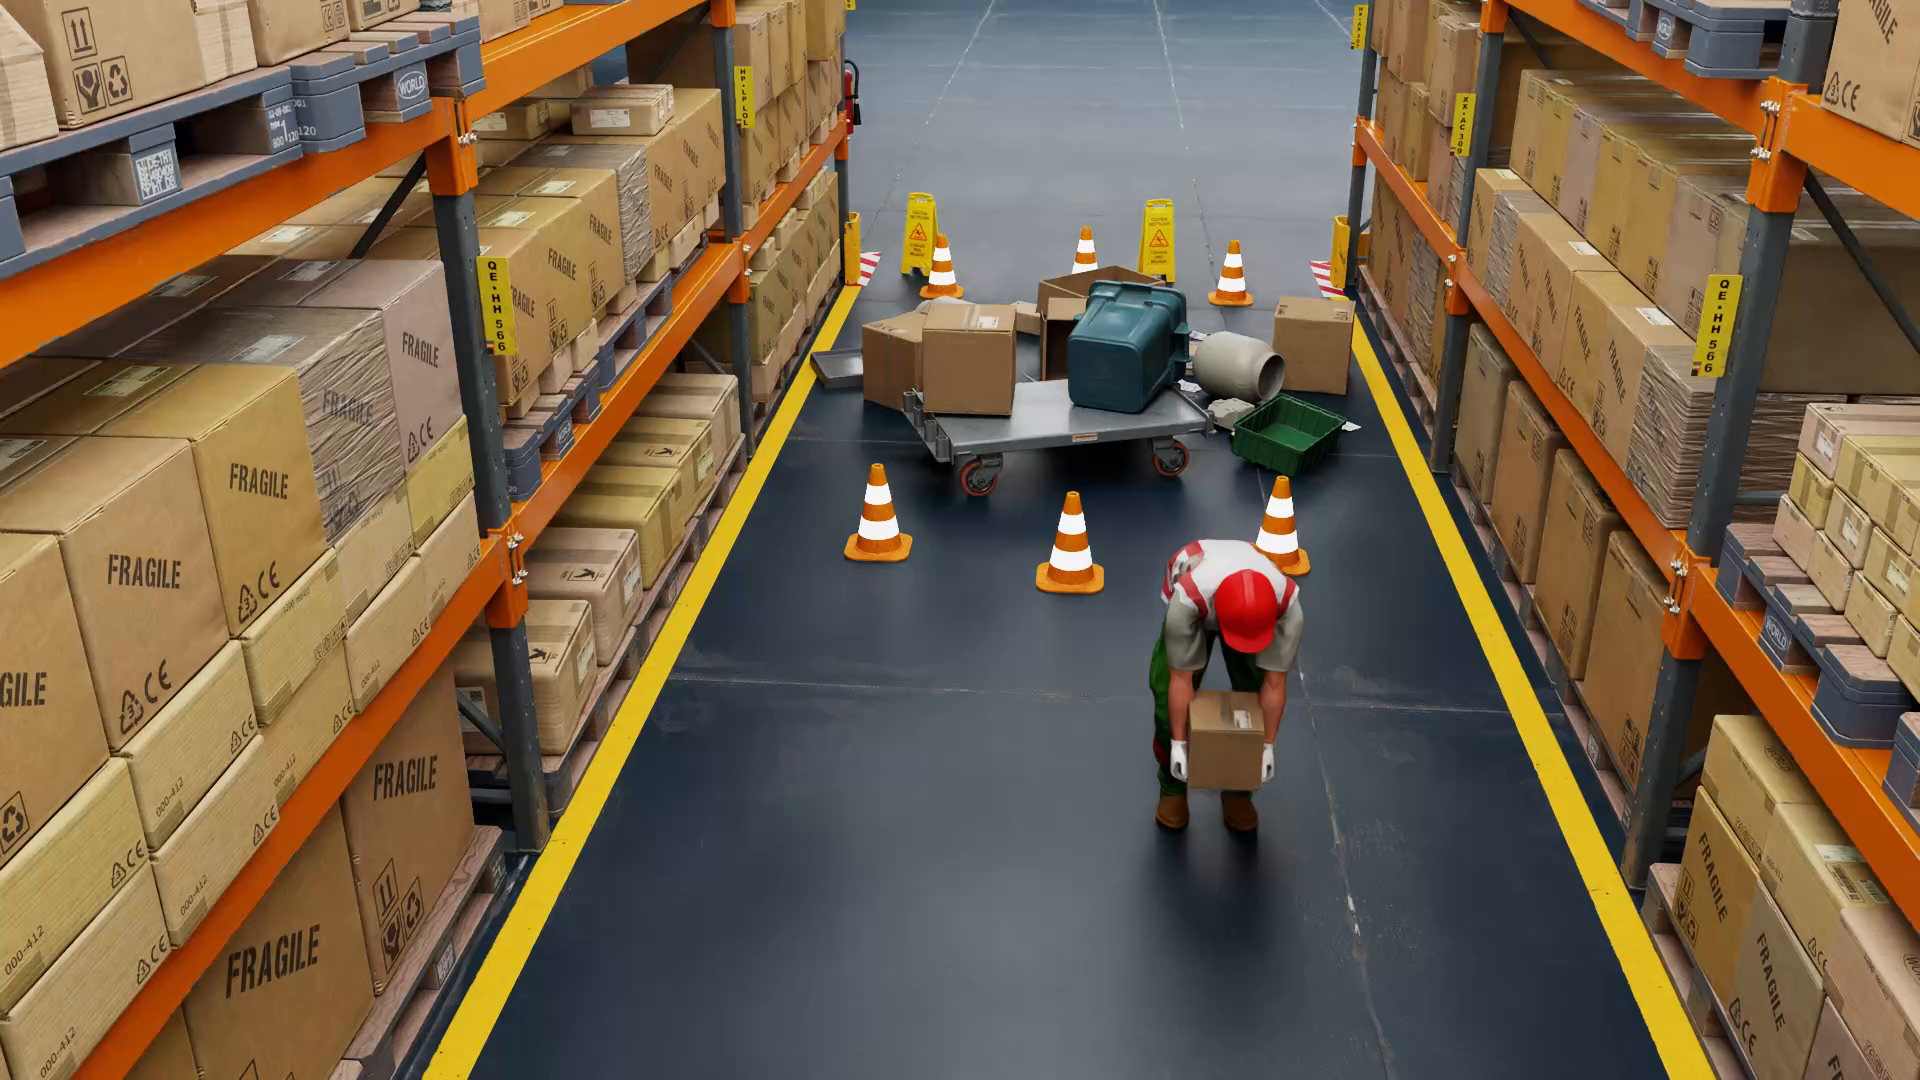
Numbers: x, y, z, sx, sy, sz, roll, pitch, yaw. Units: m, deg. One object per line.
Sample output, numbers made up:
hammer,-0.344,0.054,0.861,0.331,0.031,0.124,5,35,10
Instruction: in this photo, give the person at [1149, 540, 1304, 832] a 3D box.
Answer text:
person,0.945,0.551,6.048,0.503,1.213,0.789,1,24,2
